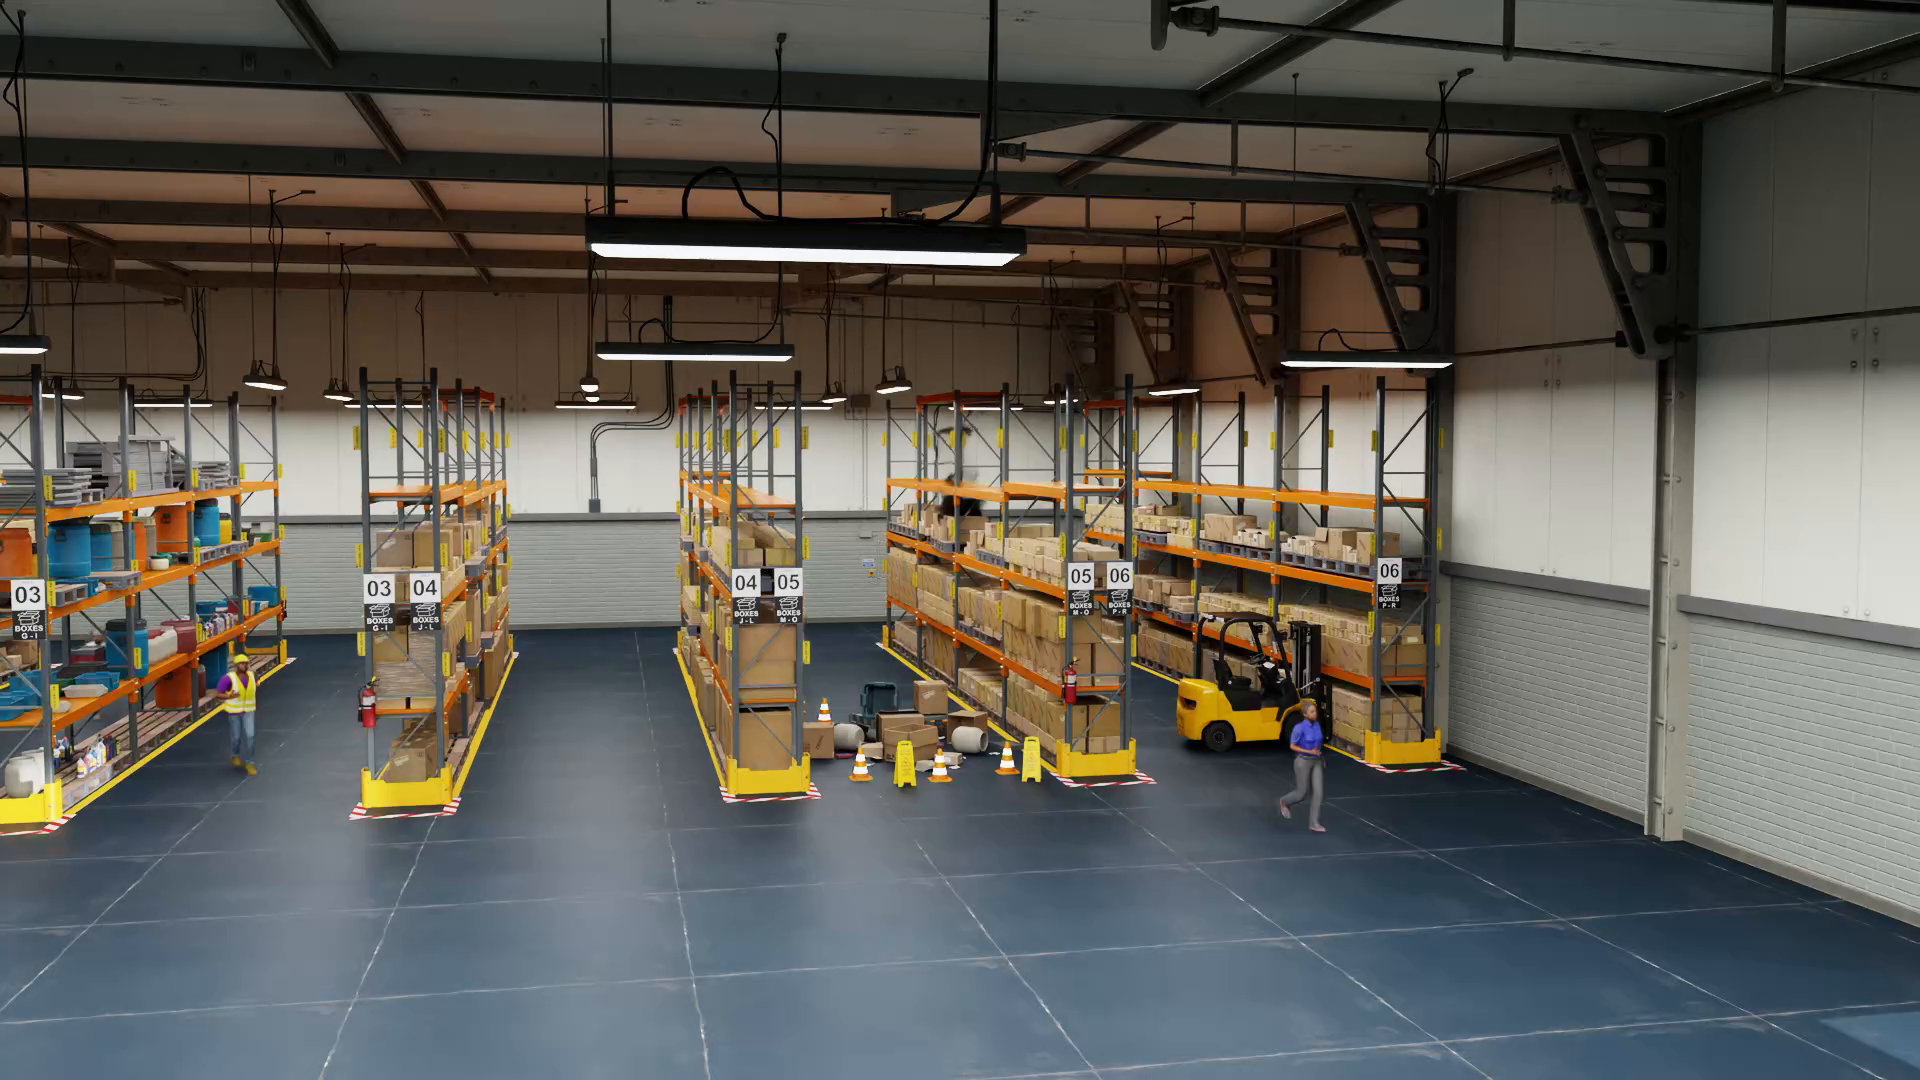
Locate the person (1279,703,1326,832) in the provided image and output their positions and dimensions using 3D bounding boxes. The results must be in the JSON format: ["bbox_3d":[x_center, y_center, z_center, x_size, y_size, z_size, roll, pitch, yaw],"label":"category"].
[{"bbox_3d":[4.463,2.901,21.441,0.585,1.624,0.788,-2,4,-29],"label":"person"}]

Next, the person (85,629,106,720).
[{"bbox_3d":[-15.615,2.412,30.112,0.606,1.656,0.643,-1,4,-16],"label":"person"}]

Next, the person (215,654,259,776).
[{"bbox_3d":[-10.890,2.623,25.109,0.670,1.809,0.868,-3,4,-38],"label":"person"}]
